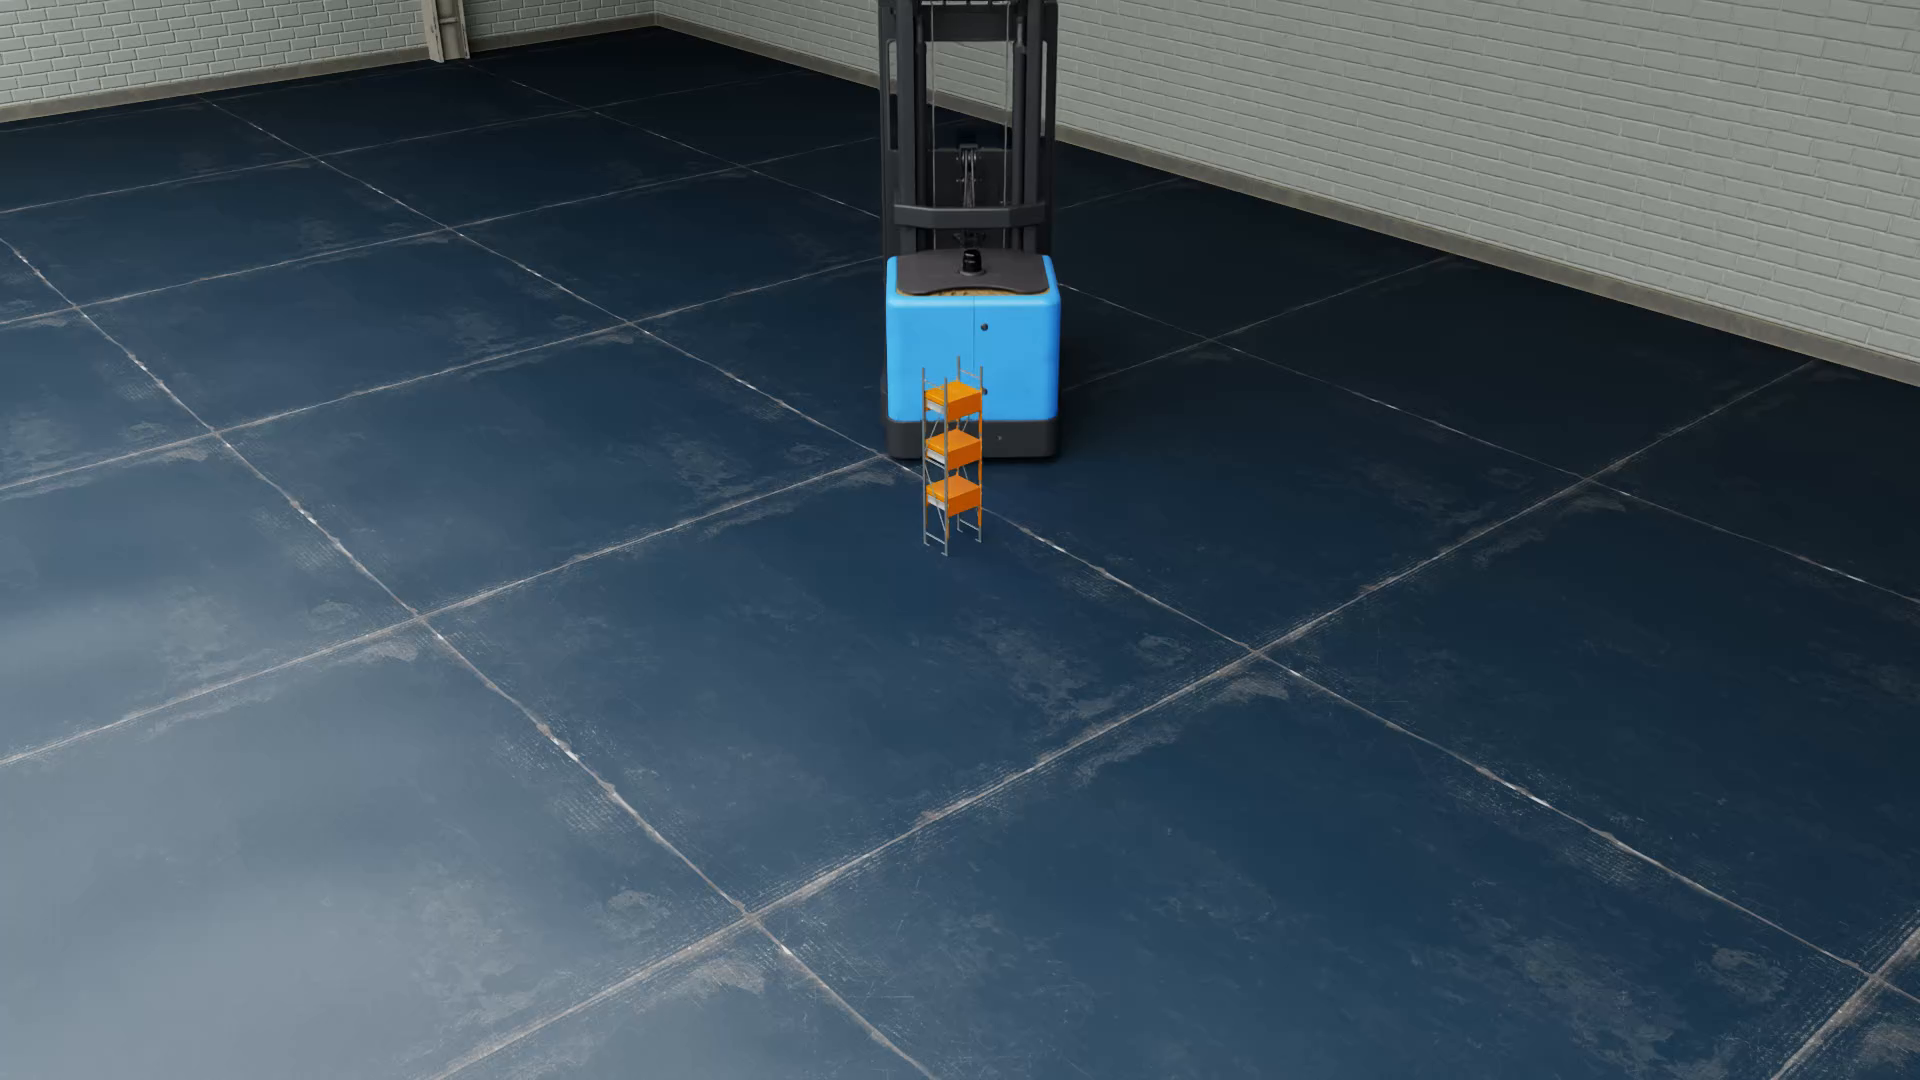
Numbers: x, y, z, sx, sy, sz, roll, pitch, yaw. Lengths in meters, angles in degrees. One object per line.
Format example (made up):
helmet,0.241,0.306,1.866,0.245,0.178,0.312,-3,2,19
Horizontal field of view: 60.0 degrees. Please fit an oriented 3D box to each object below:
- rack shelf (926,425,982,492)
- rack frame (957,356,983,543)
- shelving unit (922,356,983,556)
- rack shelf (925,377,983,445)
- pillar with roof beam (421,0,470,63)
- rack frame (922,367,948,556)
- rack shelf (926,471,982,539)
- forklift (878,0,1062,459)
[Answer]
rack shelf,-0.041,-0.437,8.977,0.240,0.259,0.215,-22,35,-35
rack frame,0.052,-0.484,9.042,0.008,1.050,0.200,-22,35,-35
shelving unit,-0.041,-0.447,8.972,0.252,1.050,0.215,-22,35,-35
rack shelf,-0.041,-0.688,8.843,0.240,0.259,0.215,-22,35,-35
pillar with roof beam,-3.406,-8.280,15.196,0.400,9.000,9.100,-22,35,-35
rack frame,-0.134,-0.409,8.902,0.008,1.050,0.200,-22,35,-35
rack shelf,-0.041,-0.192,9.108,0.240,0.259,0.215,-22,35,-35
forklift,0.040,-2.438,10.703,1.130,2.935,3.031,-1,28,-1
